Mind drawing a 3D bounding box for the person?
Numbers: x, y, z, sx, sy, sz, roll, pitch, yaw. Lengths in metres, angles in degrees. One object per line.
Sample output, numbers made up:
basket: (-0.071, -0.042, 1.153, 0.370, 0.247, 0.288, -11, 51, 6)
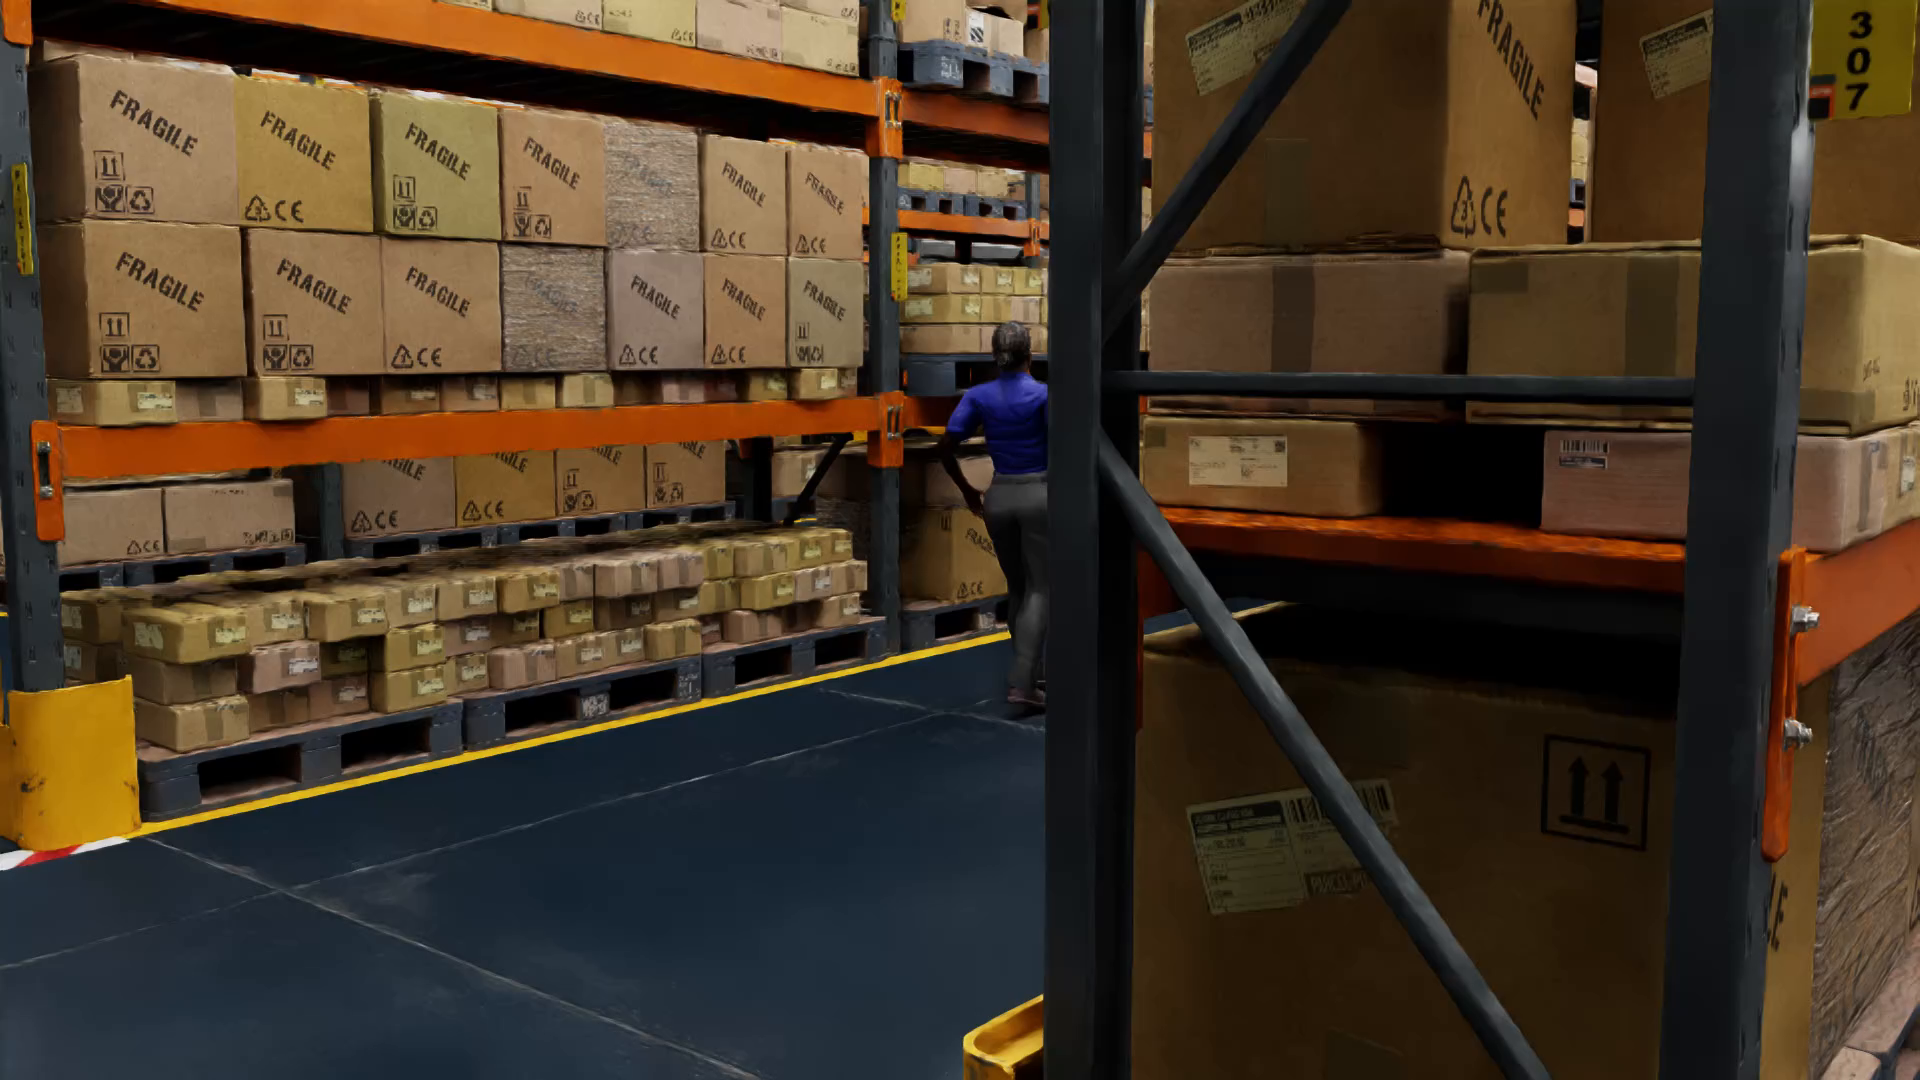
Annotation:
person: (0.307, -0.121, 7.235, 0.624, 1.649, 0.719, 4, 8, 27)
